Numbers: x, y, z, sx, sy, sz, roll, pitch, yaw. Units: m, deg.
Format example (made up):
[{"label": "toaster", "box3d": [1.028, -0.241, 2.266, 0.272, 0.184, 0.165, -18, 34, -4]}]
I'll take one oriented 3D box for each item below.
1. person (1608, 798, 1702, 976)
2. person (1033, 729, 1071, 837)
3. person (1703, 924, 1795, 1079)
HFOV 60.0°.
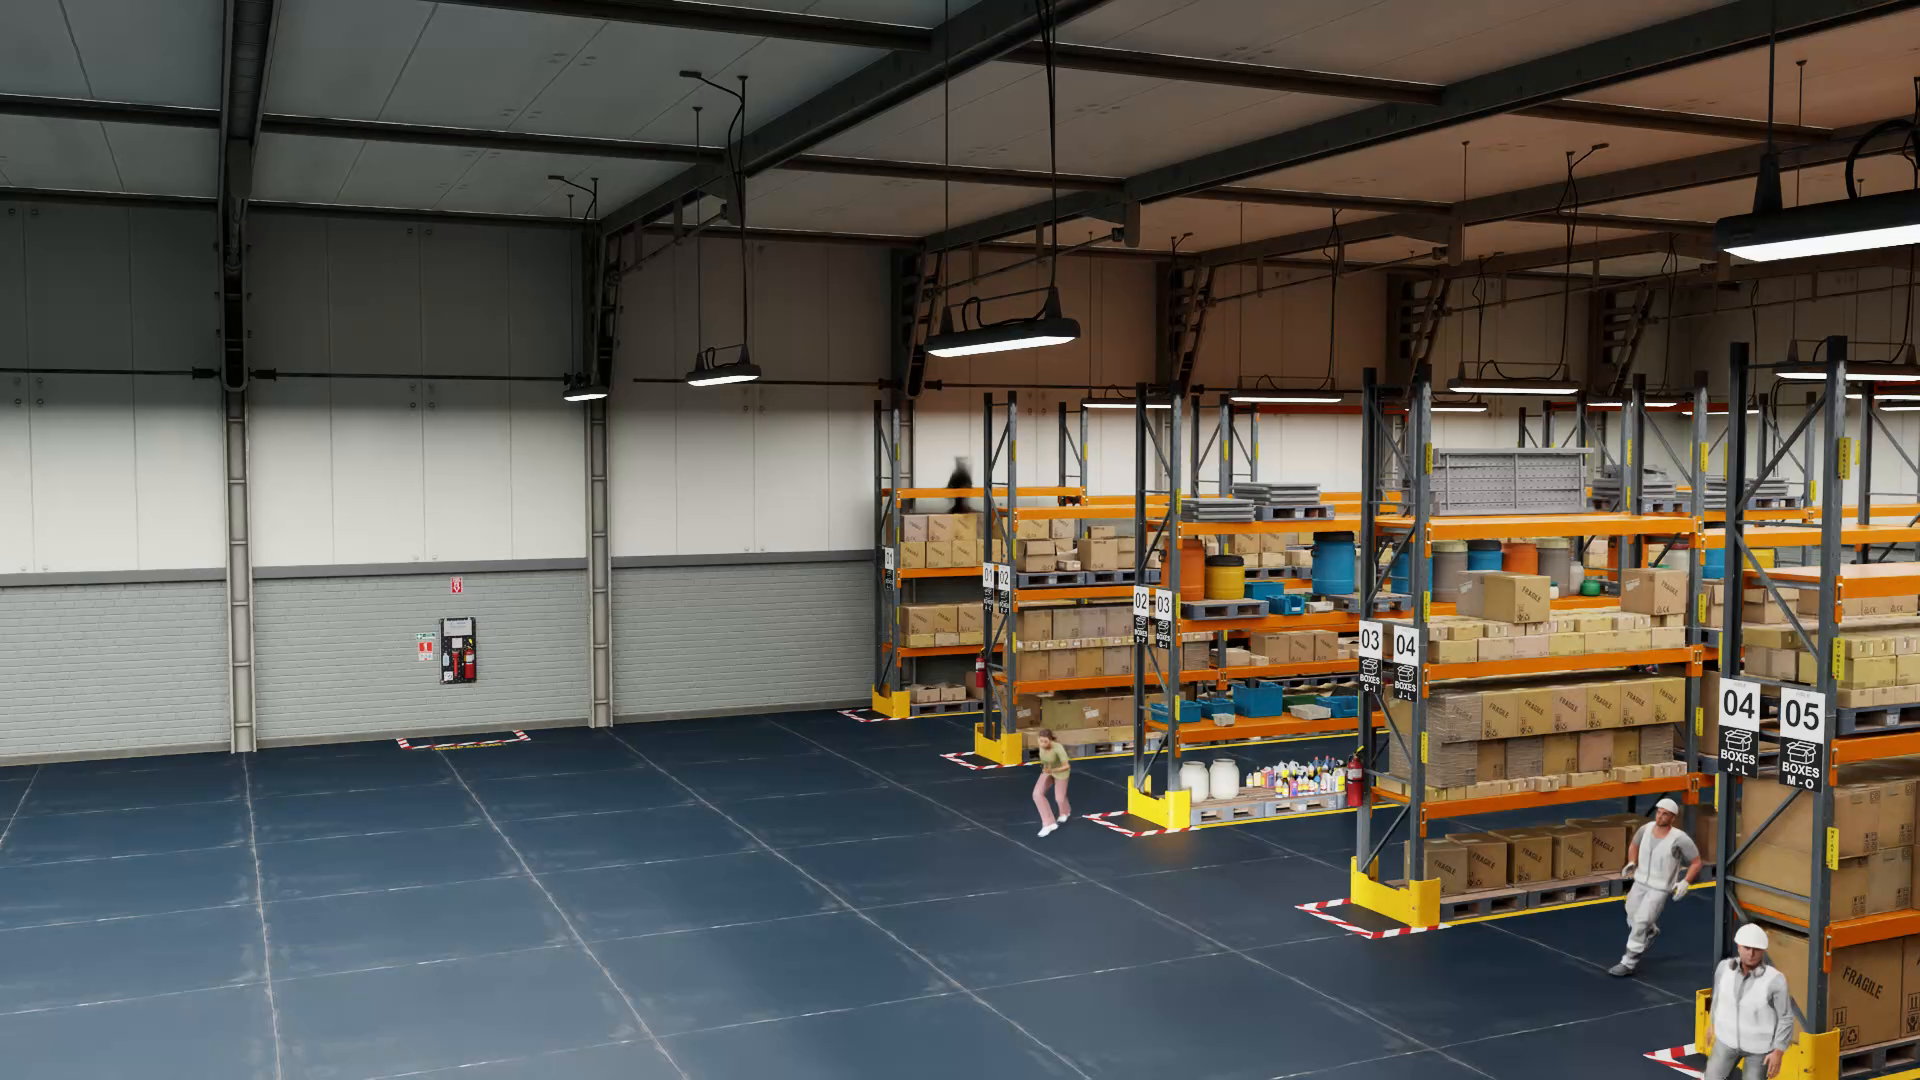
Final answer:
[{"label": "person", "box3d": [6.769, 3.355, 16.113, 0.858, 1.735, 0.722, -3, 4, -39]}, {"label": "person", "box3d": [1.306, 3.163, 22.128, 0.585, 1.451, 1.088, 2, 4, 30]}, {"label": "person", "box3d": [5.656, 3.600, 11.939, 0.653, 1.753, 0.560, 3, 4, 42]}]
